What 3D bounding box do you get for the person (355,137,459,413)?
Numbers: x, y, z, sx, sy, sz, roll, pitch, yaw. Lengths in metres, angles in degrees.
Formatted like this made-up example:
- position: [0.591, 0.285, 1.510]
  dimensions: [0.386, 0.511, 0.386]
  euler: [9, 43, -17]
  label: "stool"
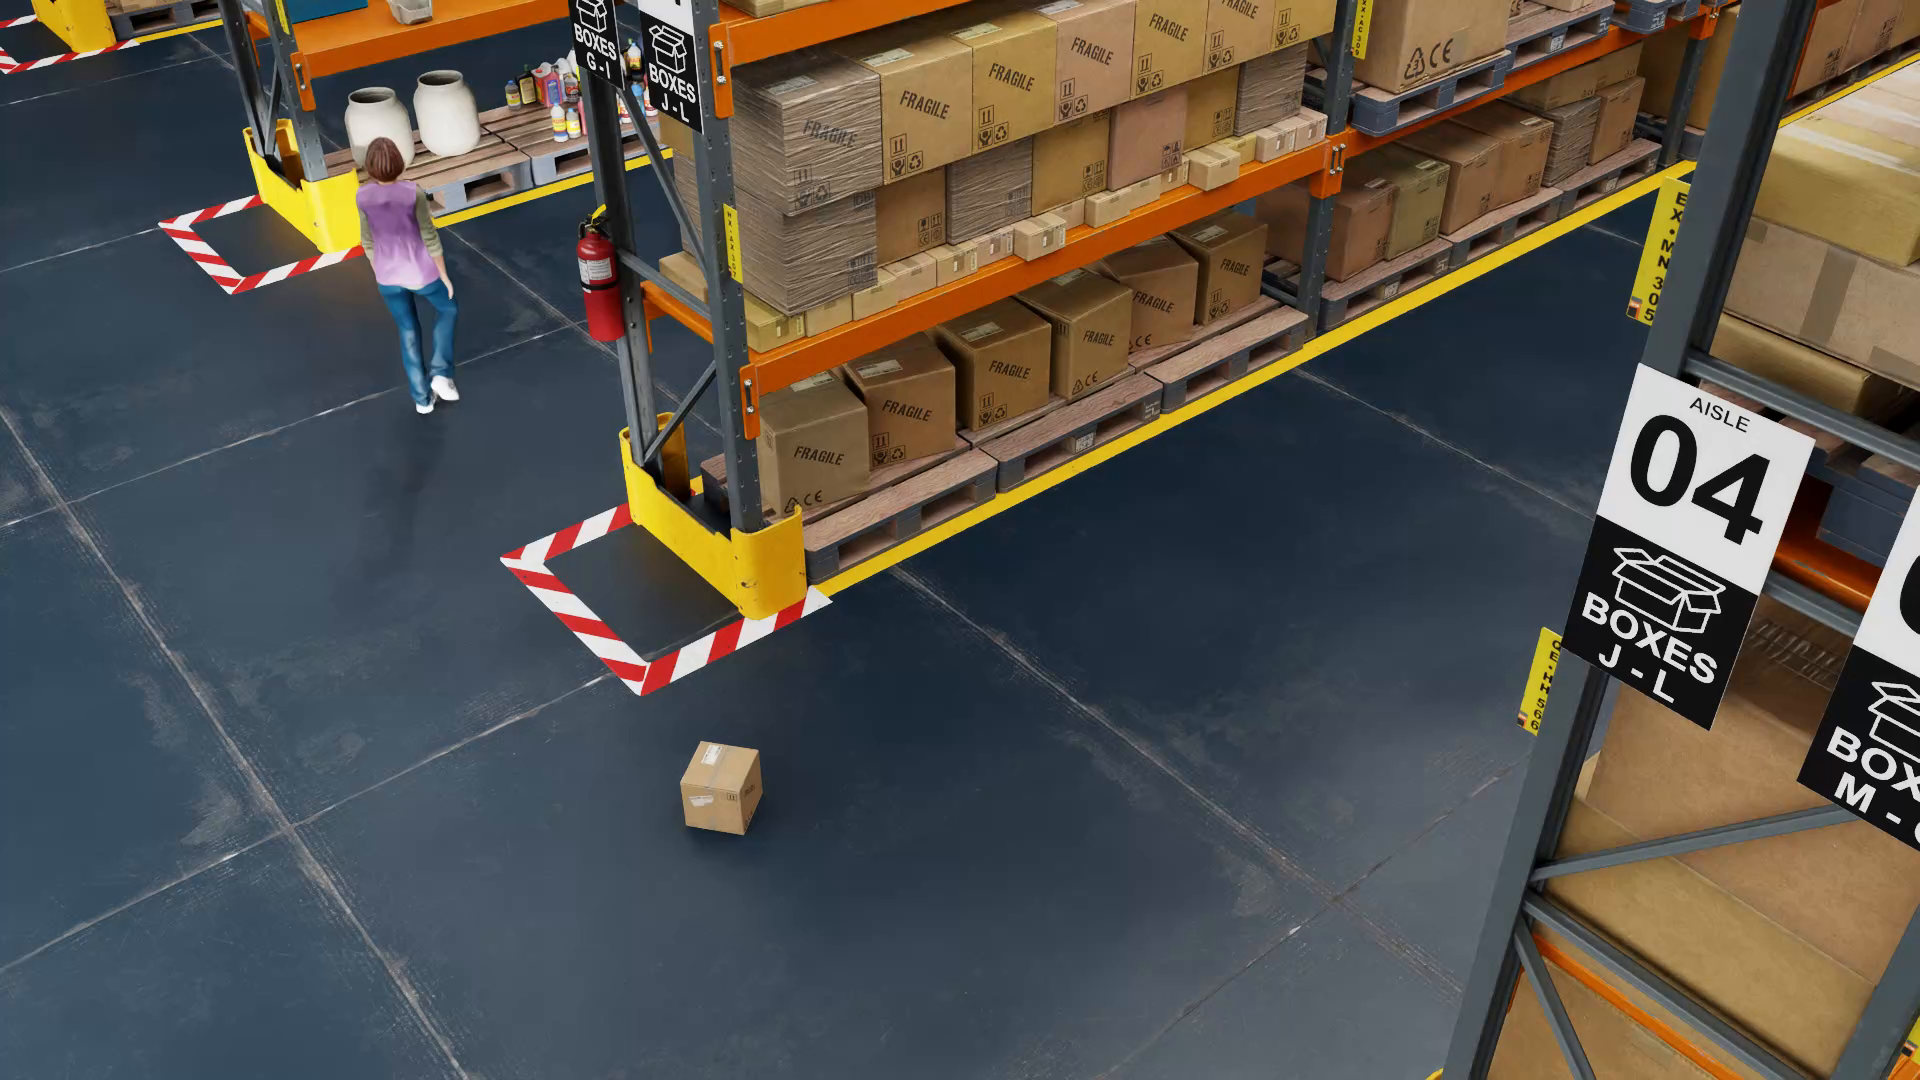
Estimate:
- position: [-2.969, -1.443, 9.000]
  dimensions: [0.436, 1.595, 0.406]
  euler: [-4, 37, -5]
  label: "person"
